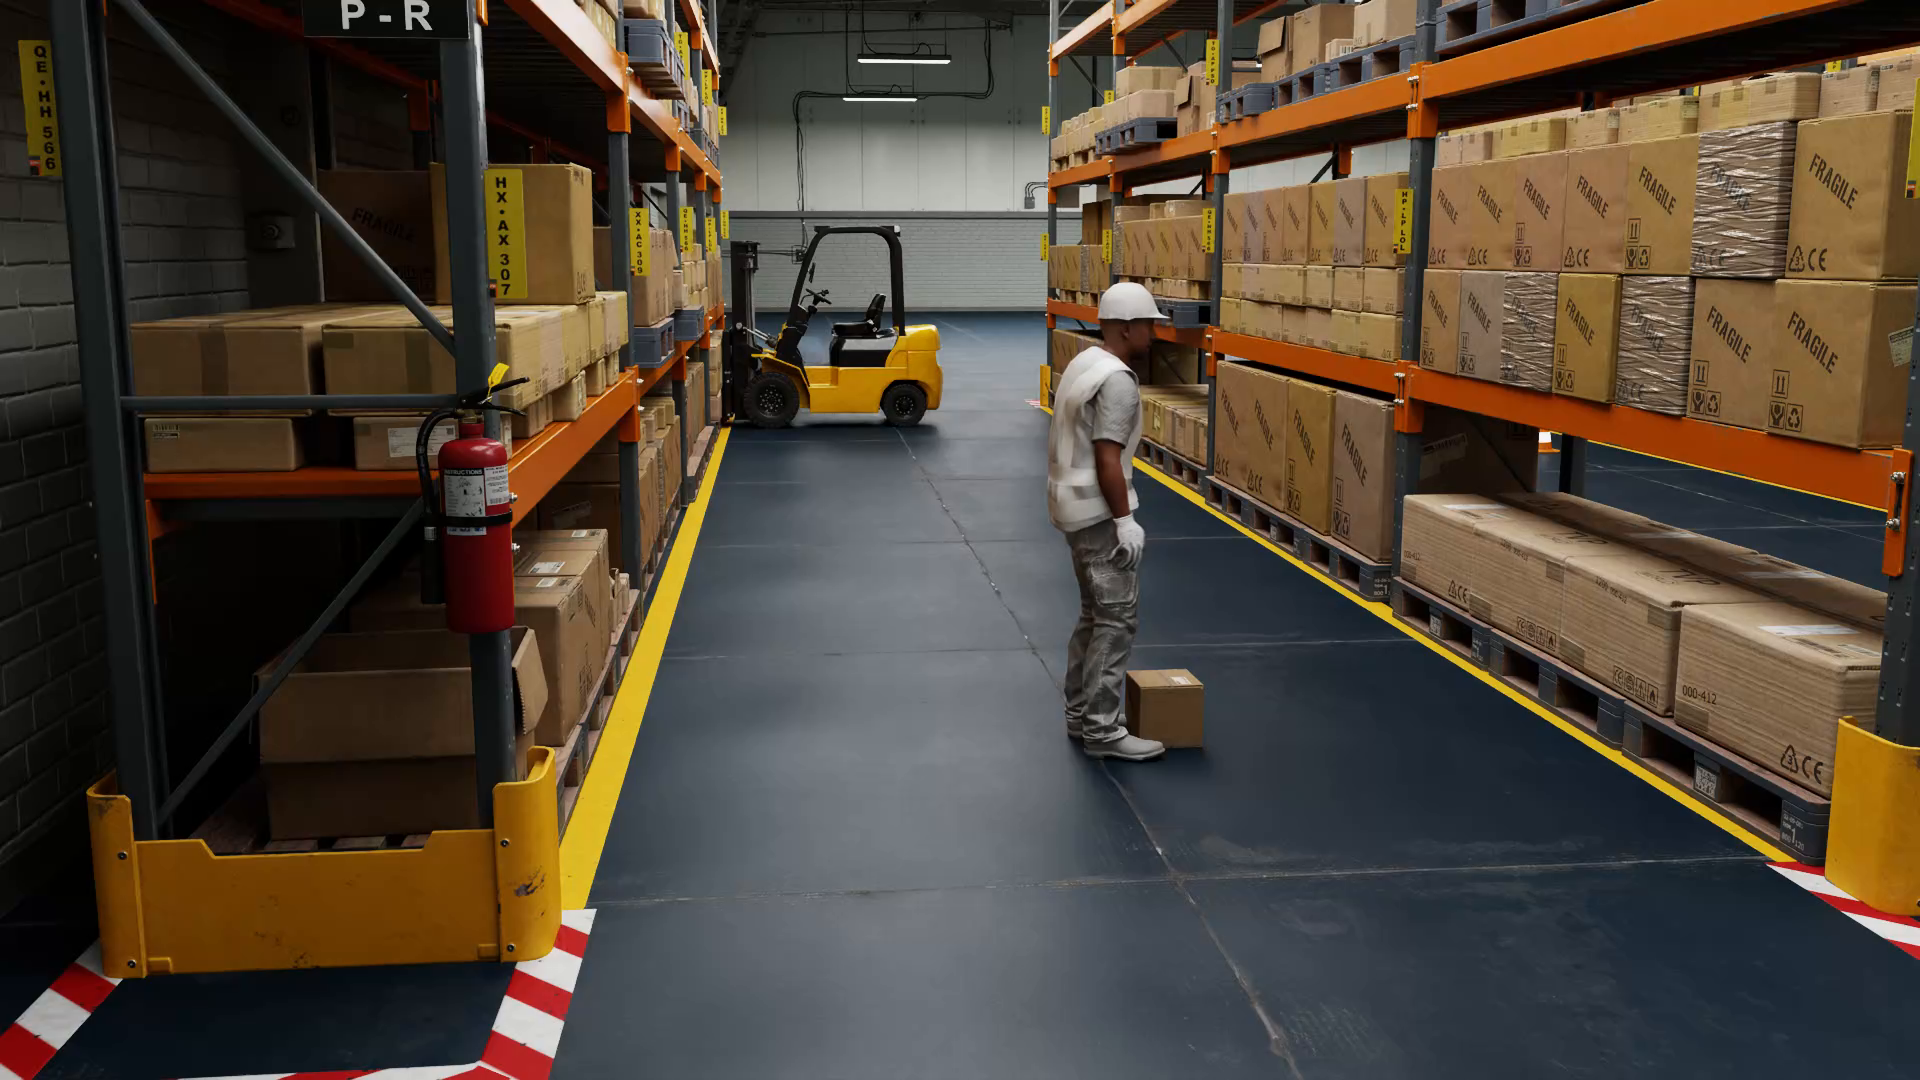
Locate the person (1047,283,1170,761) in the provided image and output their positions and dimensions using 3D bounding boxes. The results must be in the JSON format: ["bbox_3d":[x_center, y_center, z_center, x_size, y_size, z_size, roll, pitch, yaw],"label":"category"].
[{"bbox_3d":[0.566,-0.082,6.335,0.447,1.774,0.618,-1,10,-6],"label":"person"}]
